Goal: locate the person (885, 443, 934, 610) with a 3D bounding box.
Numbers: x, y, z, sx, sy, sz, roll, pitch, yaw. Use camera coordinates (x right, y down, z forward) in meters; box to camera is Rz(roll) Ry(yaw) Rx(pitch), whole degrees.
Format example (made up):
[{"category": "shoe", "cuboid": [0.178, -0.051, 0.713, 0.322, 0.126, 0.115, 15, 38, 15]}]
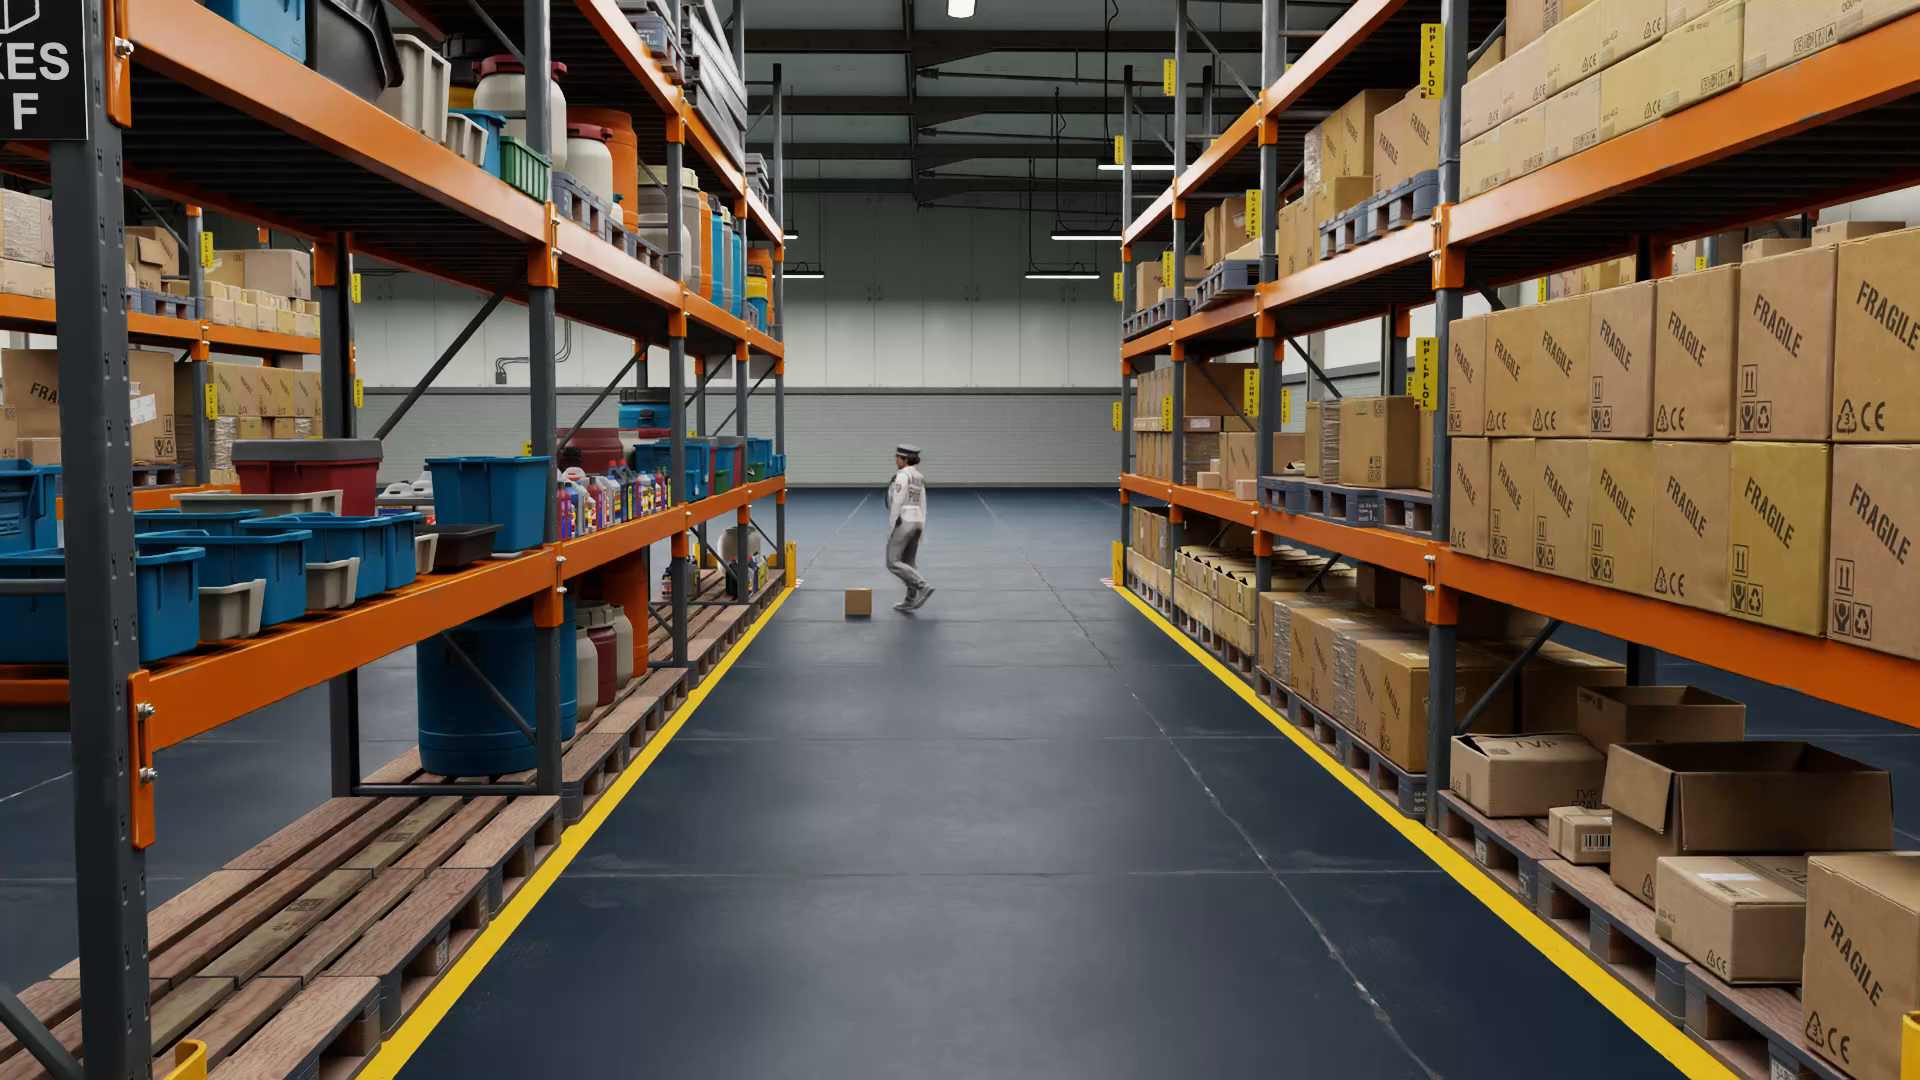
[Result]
[{"category": "person", "cuboid": [-0.487, -0.119, 16.429, 0.560, 1.670, 0.581, 2, 4, 21]}]
